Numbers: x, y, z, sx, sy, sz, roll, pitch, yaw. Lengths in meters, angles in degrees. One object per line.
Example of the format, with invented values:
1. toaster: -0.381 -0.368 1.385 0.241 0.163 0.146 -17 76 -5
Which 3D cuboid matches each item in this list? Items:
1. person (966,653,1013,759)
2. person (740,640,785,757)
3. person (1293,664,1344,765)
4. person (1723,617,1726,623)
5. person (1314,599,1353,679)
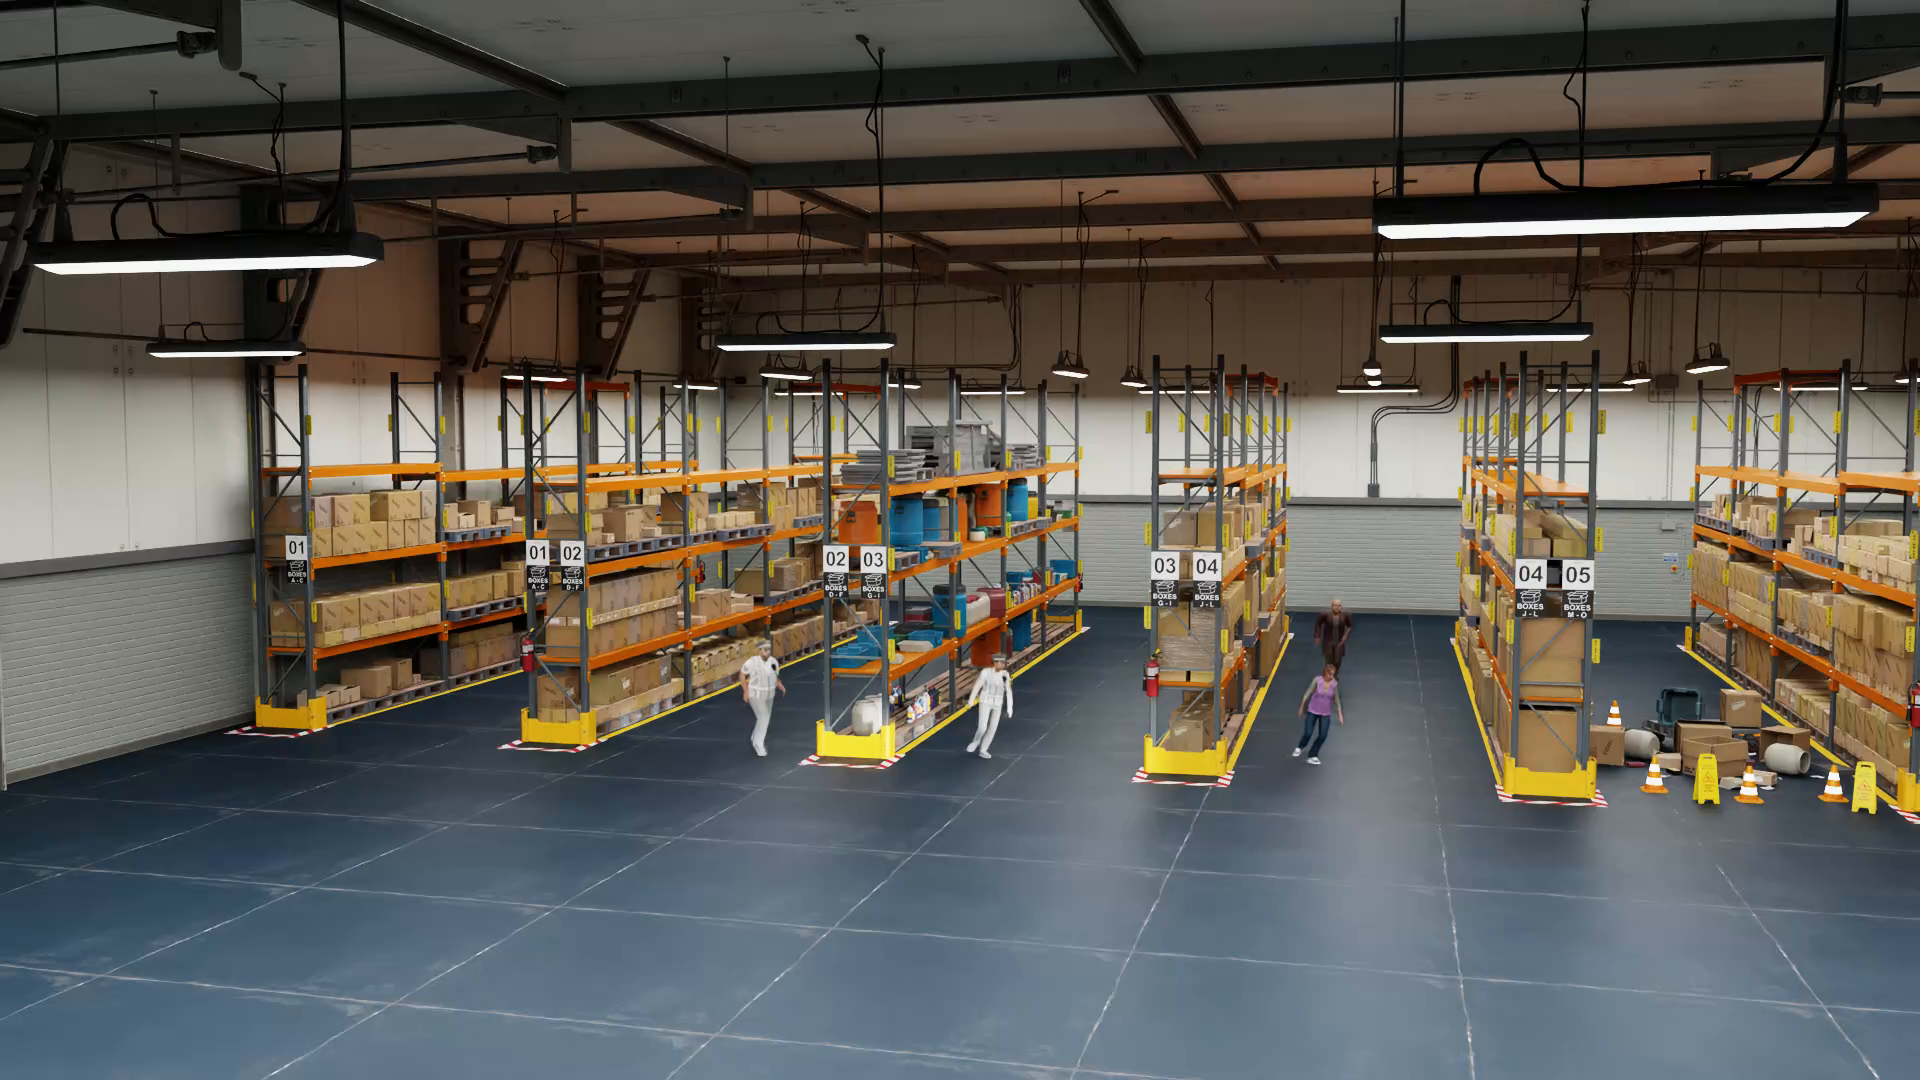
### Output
1. person: 0.452 2.481 24.941 0.641 1.620 0.563 -1 4 -18
2. person: -2.996 2.405 25.286 0.560 1.814 0.840 -4 5 -42
3. person: 5.272 2.558 24.444 0.659 1.504 0.569 0 4 -4
4. person: 18.359 1.424 39.227 0.965 1.761 0.671 0 4 -4
5. person: 7.127 1.965 31.740 0.698 1.712 0.716 0 4 -2
